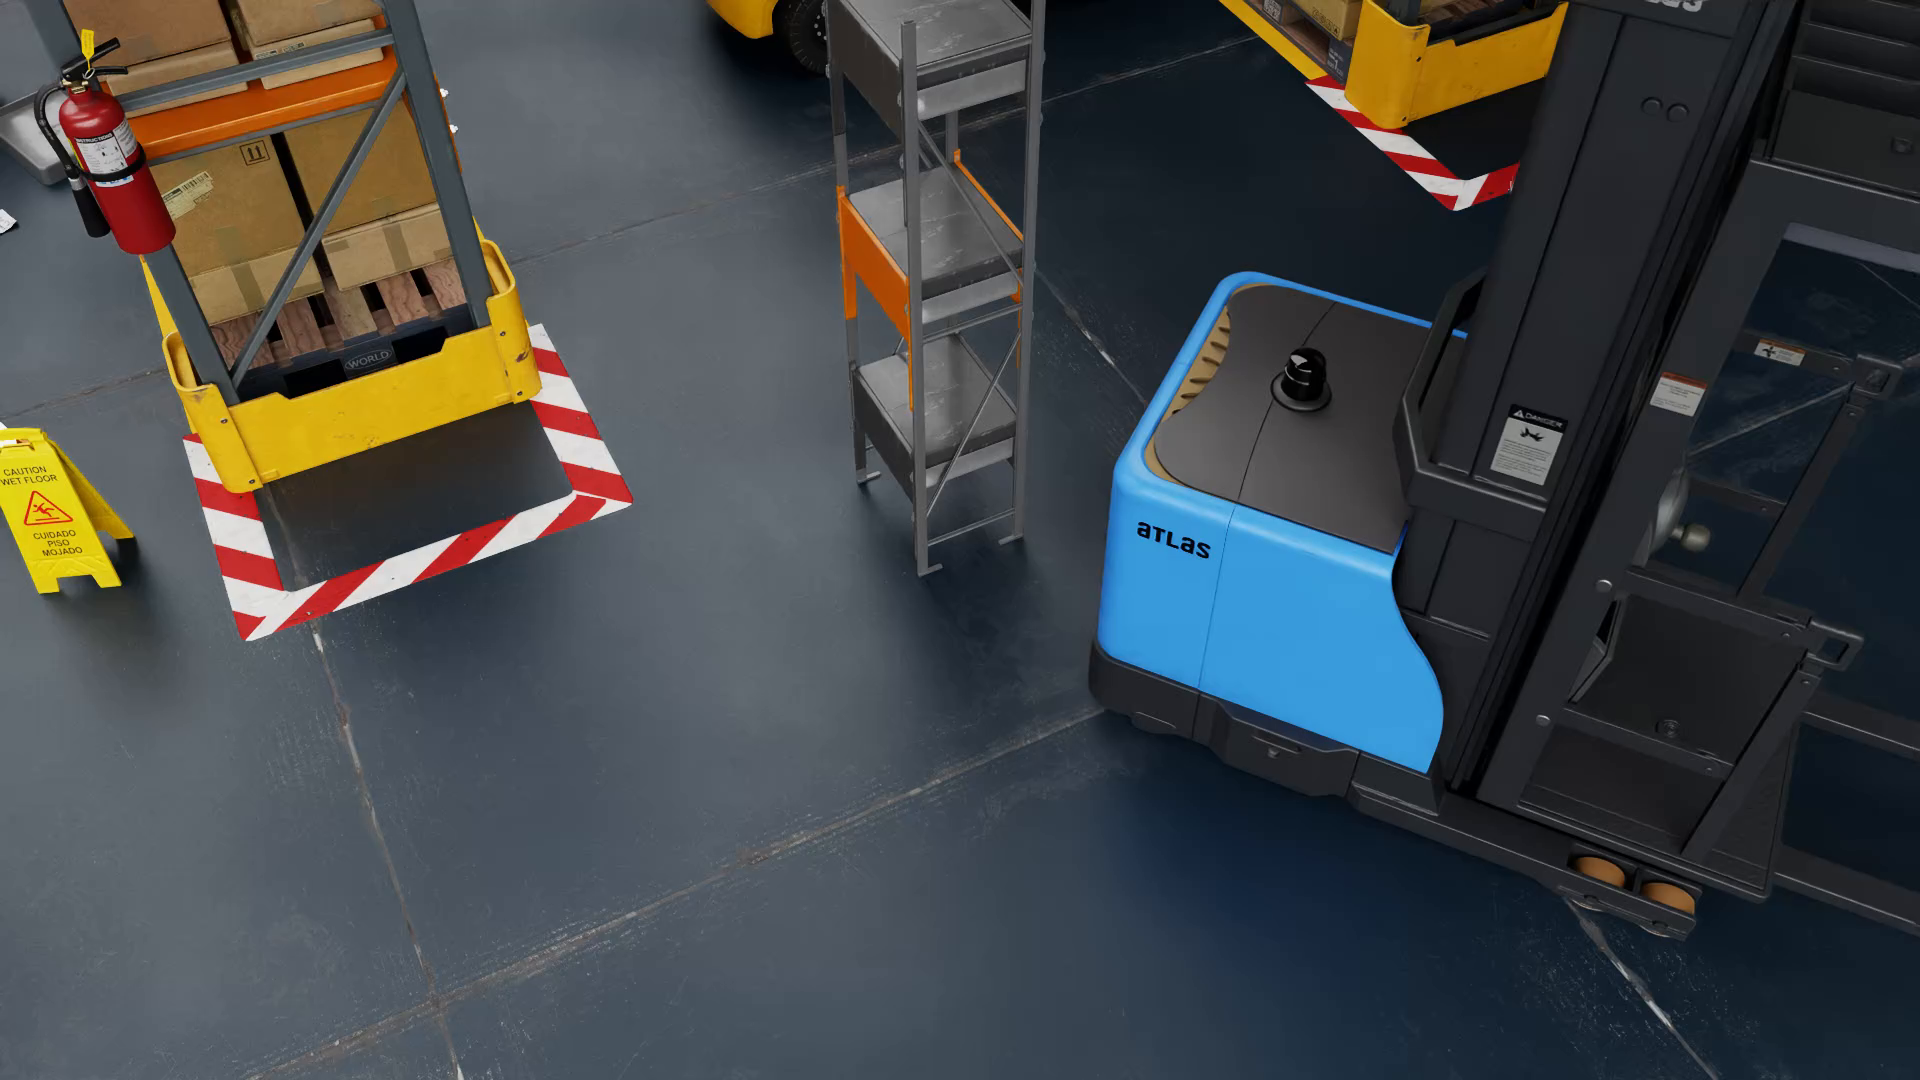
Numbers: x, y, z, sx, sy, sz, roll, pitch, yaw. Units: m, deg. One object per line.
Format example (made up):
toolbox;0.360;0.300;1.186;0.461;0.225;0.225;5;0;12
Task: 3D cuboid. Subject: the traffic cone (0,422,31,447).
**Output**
traffic cone;-3.458;-0.409;5.801;0.336;0.463;0.334;-21;52;-18

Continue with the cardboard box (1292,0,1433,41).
cardboard box;1.802;-2.552;7.537;0.500;0.250;0.500;-21;52;-17

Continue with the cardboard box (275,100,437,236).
cardboard box;-2.249;-1.532;6.146;0.500;0.500;0.500;-23;53;-19

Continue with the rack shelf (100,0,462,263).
rack shelf;-3.029;-2.503;6.424;1.077;0.370;4.000;-21;52;-18

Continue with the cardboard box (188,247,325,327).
cardboard box;-2.734;-1.098;6.266;0.500;0.250;0.500;-21;52;-18

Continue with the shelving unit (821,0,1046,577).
shelving unit;-0.076;-0.802;5.057;0.431;2.100;0.503;-21;52;-18

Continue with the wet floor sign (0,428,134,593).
wet floor sign;-2.978;-0.130;5.435;0.267;0.644;0.232;-5;49;-5

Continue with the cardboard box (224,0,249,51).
cardboard box;-2.214;-1.781;5.482;0.380;0.149;0.250;-20;52;-17

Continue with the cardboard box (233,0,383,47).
cardboard box;-2.084;-1.944;5.194;0.500;0.500;0.500;-22;52;-18

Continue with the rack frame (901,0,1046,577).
rack frame;0.036;-0.639;4.914;0.400;2.100;0.015;-21;52;-18

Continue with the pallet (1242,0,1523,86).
pallet;1.911;-2.693;7.965;1.003;0.211;1.213;-21;52;-18

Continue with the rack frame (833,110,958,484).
rack frame;-0.187;-0.965;5.199;0.400;2.100;0.015;-21;52;-18

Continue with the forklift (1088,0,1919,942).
forklift;1.962;-0.293;4.059;3.031;2.935;1.130;20;52;16

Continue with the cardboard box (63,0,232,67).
cardboard box;-2.607;-1.800;5.068;0.500;0.500;0.500;-22;52;-18

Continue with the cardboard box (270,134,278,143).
cardboard box;-2.725;-1.974;7.032;0.500;0.250;0.500;-18;51;-15

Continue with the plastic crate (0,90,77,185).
plastic crate;-3.955;-1.784;7.257;0.583;0.080;0.402;35;57;27

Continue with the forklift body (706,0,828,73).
forklift body;-0.192;-3.475;7.360;2.313;2.155;1.214;-21;52;-18

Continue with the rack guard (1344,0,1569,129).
rack guard;2.309;-2.274;7.407;1.175;0.500;0.348;-21;52;-18

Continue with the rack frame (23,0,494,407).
rack frame;-2.114;-1.401;4.983;1.000;3.000;0.127;-21;52;-18

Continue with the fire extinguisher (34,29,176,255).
fire extinguisher;-2.471;-1.140;4.806;0.296;0.674;0.183;-21;52;-18

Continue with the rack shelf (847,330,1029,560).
rack shelf;-0.076;-0.332;5.594;0.431;0.518;0.480;-21;52;-18

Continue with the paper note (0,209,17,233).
paper note;-3.997;-1.311;6.877;0.148;0.019;0.142;35;57;27

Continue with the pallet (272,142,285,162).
pallet;-3.043;-1.905;7.276;1.003;0.211;1.213;-21;52;-18

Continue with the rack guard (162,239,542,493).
rack guard;-2.149;-0.629;5.968;1.175;0.500;0.348;-21;52;-18

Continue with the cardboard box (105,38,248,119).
cardboard box;-2.475;-1.495;5.232;0.380;0.149;0.250;-20;52;-16

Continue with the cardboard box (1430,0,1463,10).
cardboard box;2.247;-2.742;7.703;0.500;0.250;0.500;-21;52;-17

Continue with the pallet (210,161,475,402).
pallet;-2.489;-1.090;6.563;1.003;0.211;1.213;-21;52;-18

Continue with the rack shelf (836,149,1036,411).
rack shelf;-0.076;-0.793;5.067;0.431;0.518;0.480;-21;52;-18

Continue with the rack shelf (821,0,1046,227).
rack shelf;-0.076;-1.254;4.540;0.431;0.518;0.480;-21;52;-18

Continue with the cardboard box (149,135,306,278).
cardboard box;-2.712;-1.327;5.968;0.500;0.500;0.500;-21;52;-17

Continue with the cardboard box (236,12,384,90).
cardboard box;-2.085;-1.617;5.338;0.380;0.149;0.250;-21;52;-17

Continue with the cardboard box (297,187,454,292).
cardboard box;-2.237;-1.269;6.415;0.500;0.250;0.500;-22;52;-18

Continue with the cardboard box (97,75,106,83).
cardboard box;-2.690;-1.626;5.346;0.380;0.149;0.250;-22;52;-18

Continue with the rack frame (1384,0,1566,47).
rack frame;2.298;-3.113;6.480;1.000;3.000;0.127;-21;52;-18
